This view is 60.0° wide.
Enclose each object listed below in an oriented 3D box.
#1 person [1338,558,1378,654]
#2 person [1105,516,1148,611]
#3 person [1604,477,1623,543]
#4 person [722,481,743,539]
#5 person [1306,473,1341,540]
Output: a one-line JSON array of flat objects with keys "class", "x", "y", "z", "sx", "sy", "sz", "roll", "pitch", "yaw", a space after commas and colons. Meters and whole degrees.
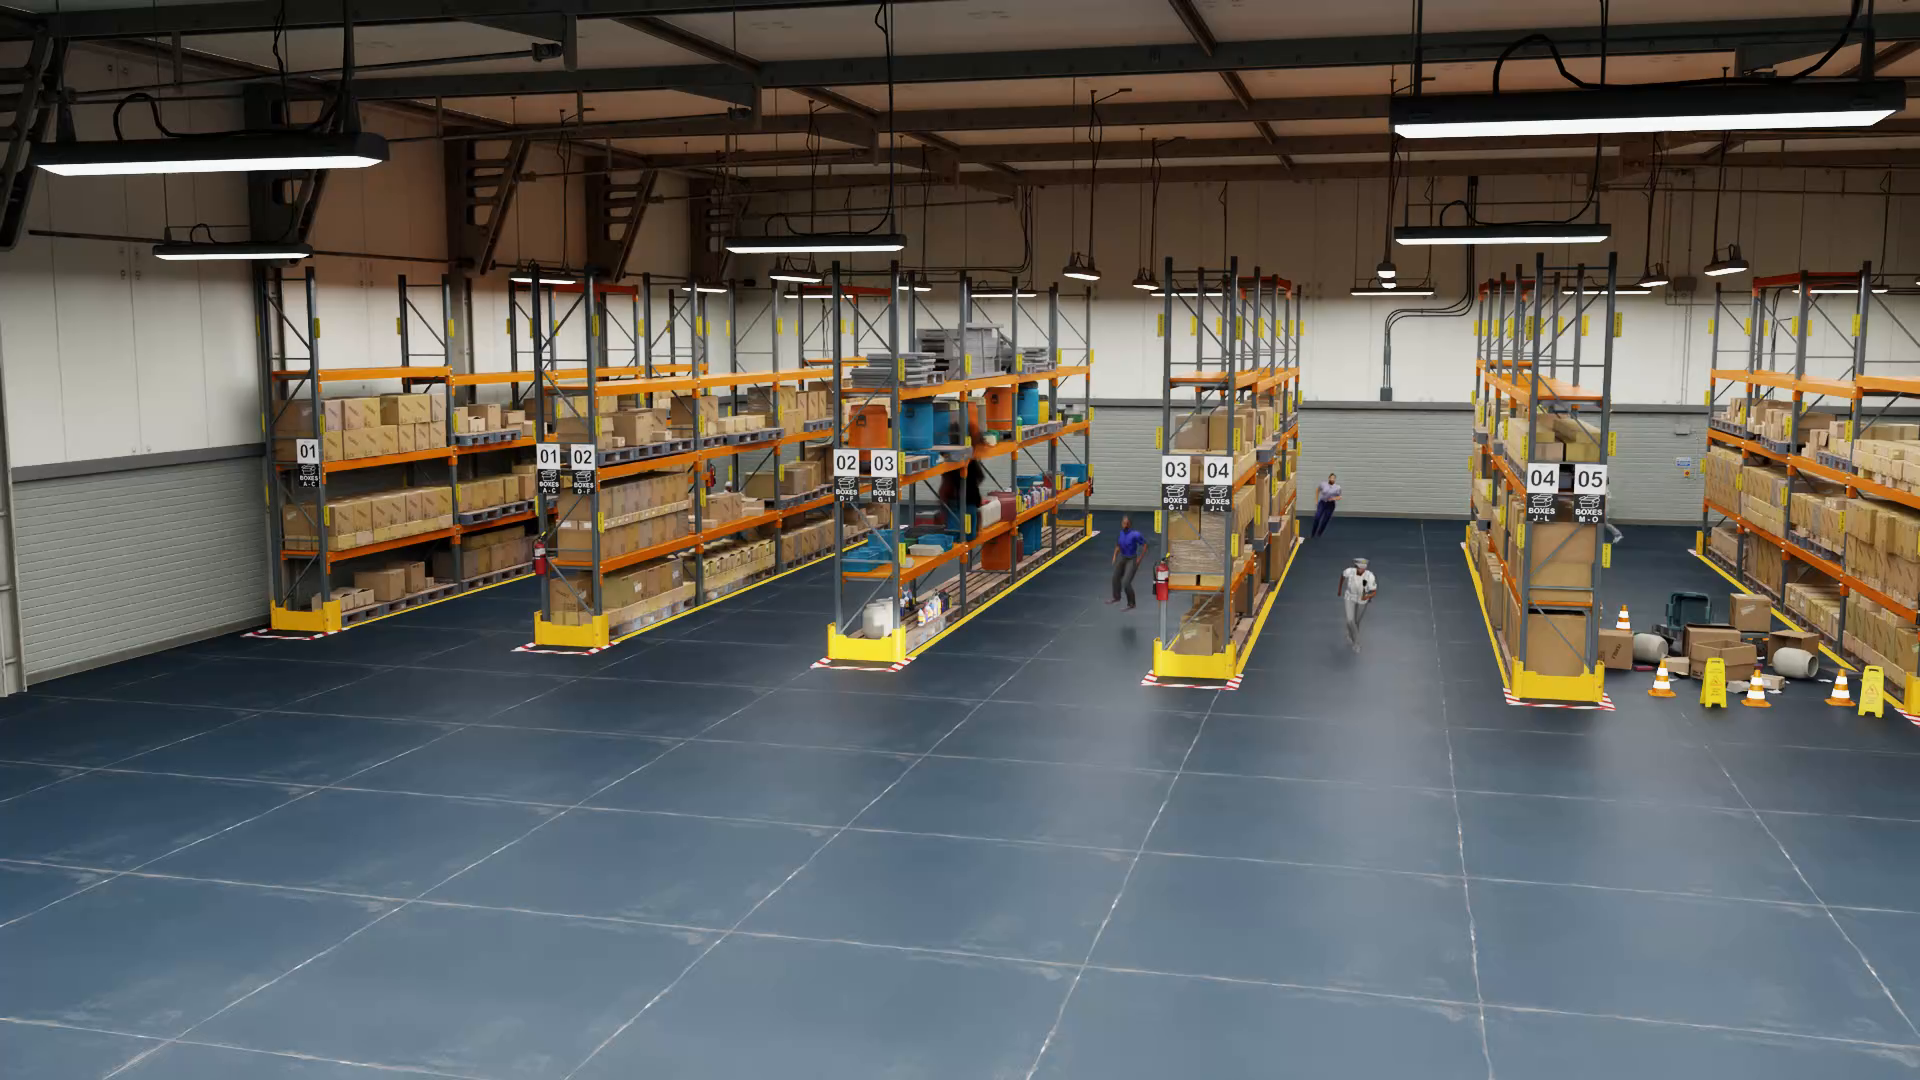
[{"class": "person", "x": 6.186, "y": 0.973, "z": 25.913, "sx": 0.580, "sy": 1.488, "sz": 1.063, "roll": 1, "pitch": 7, "yaw": 10}, {"class": "person", "x": 2.770, "y": 0.390, "z": 28.193, "sx": 0.452, "sy": 1.612, "sz": 0.870, "roll": -5, "pitch": 9, "yaw": -34}, {"class": "person", "x": 14.842, "y": -0.679, "z": 38.383, "sx": 0.888, "sy": 1.592, "sz": 0.541, "roll": 1, "pitch": 7, "yaw": 10}, {"class": "person", "x": -5.200, "y": -0.587, "z": 38.040, "sx": 0.611, "sy": 1.551, "sz": 0.824, "roll": 1, "pitch": 7, "yaw": 6}, {"class": "person", "x": 8.658, "y": -0.804, "z": 39.540, "sx": 0.794, "sy": 1.587, "sz": 0.695, "roll": 2, "pitch": 7, "yaw": 13}]
